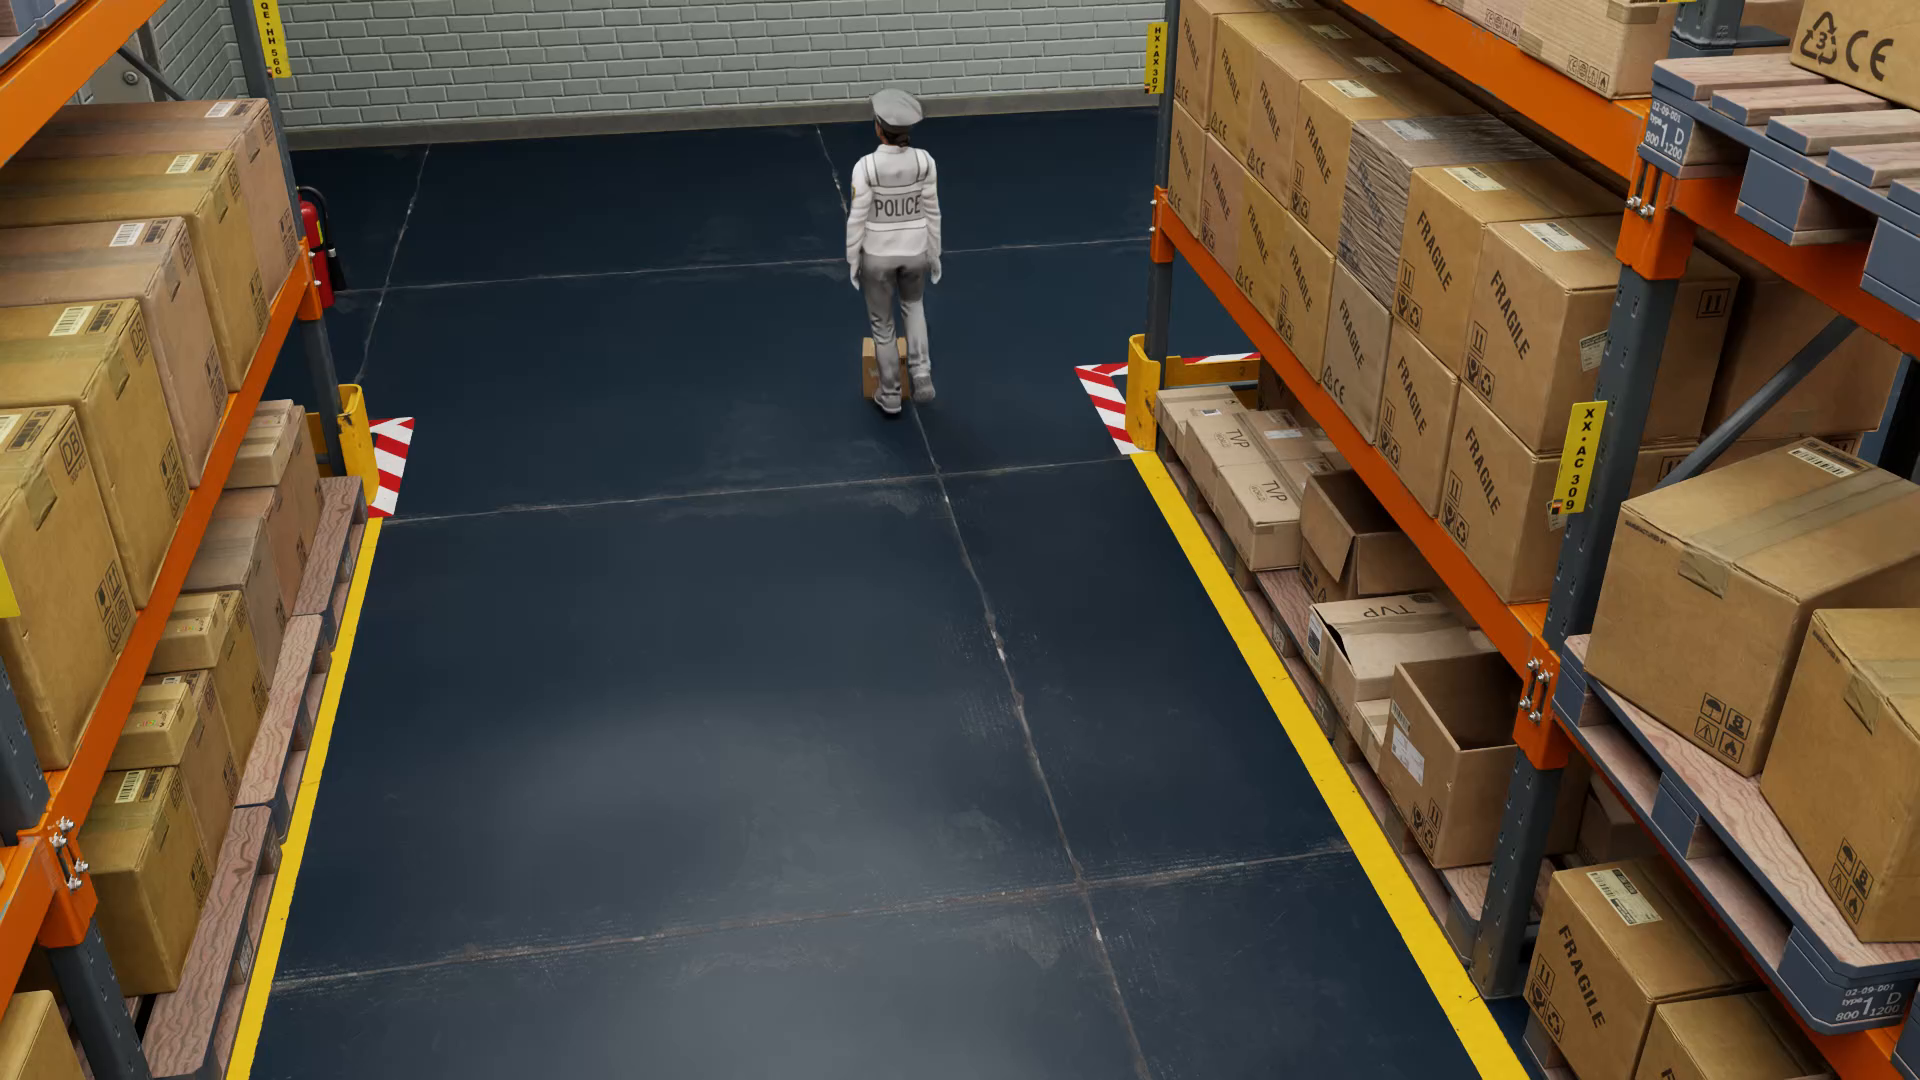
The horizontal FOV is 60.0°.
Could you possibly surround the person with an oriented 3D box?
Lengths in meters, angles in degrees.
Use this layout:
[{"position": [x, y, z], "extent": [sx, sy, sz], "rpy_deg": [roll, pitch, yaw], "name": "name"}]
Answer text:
[{"position": [-0.347, -1.462, 8.494], "extent": [0.497, 1.691, 0.433], "rpy_deg": [-10, 32, -16], "name": "person"}]
